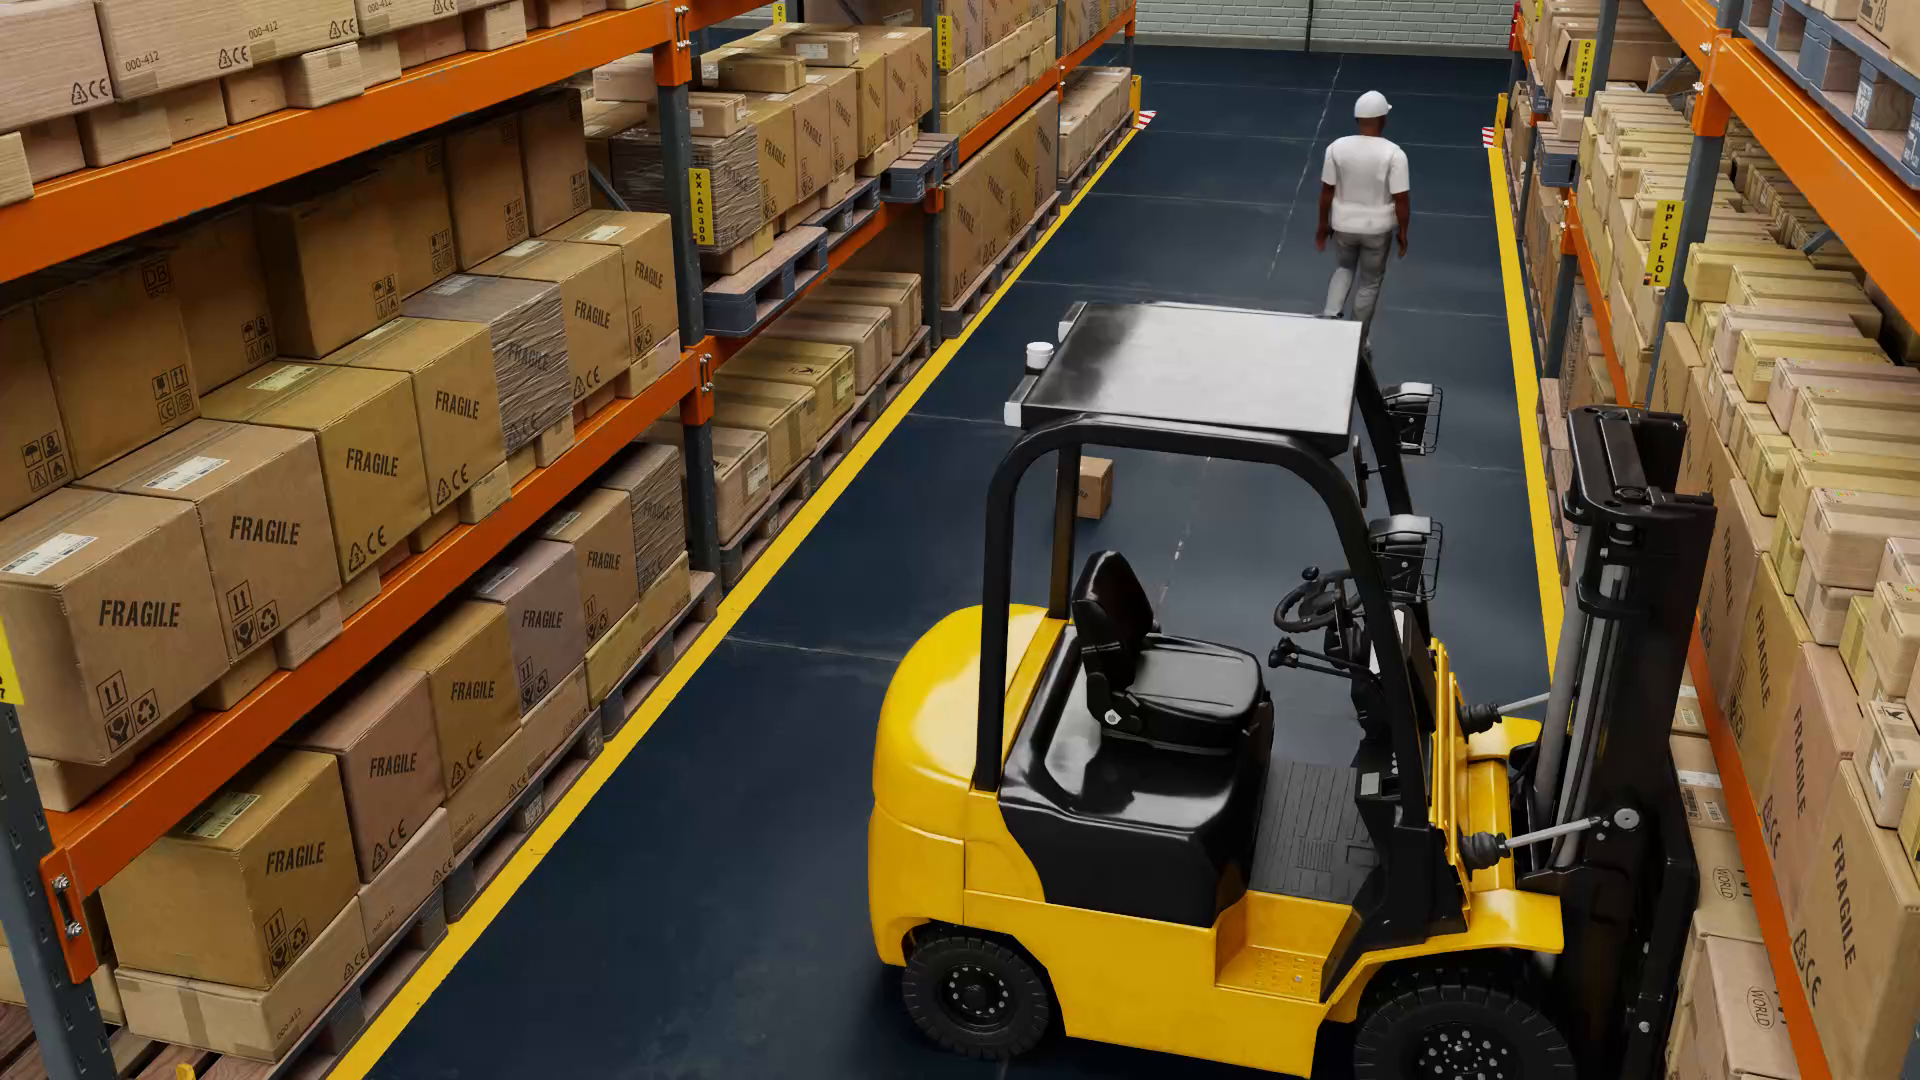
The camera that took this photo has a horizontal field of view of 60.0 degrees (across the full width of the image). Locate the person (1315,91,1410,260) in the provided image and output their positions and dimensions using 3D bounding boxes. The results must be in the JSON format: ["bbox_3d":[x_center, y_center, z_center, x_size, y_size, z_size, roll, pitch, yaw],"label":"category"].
[{"bbox_3d":[2.623,-2.340,10.706,0.611,1.071,0.355,16,29,30],"label":"person"}]
